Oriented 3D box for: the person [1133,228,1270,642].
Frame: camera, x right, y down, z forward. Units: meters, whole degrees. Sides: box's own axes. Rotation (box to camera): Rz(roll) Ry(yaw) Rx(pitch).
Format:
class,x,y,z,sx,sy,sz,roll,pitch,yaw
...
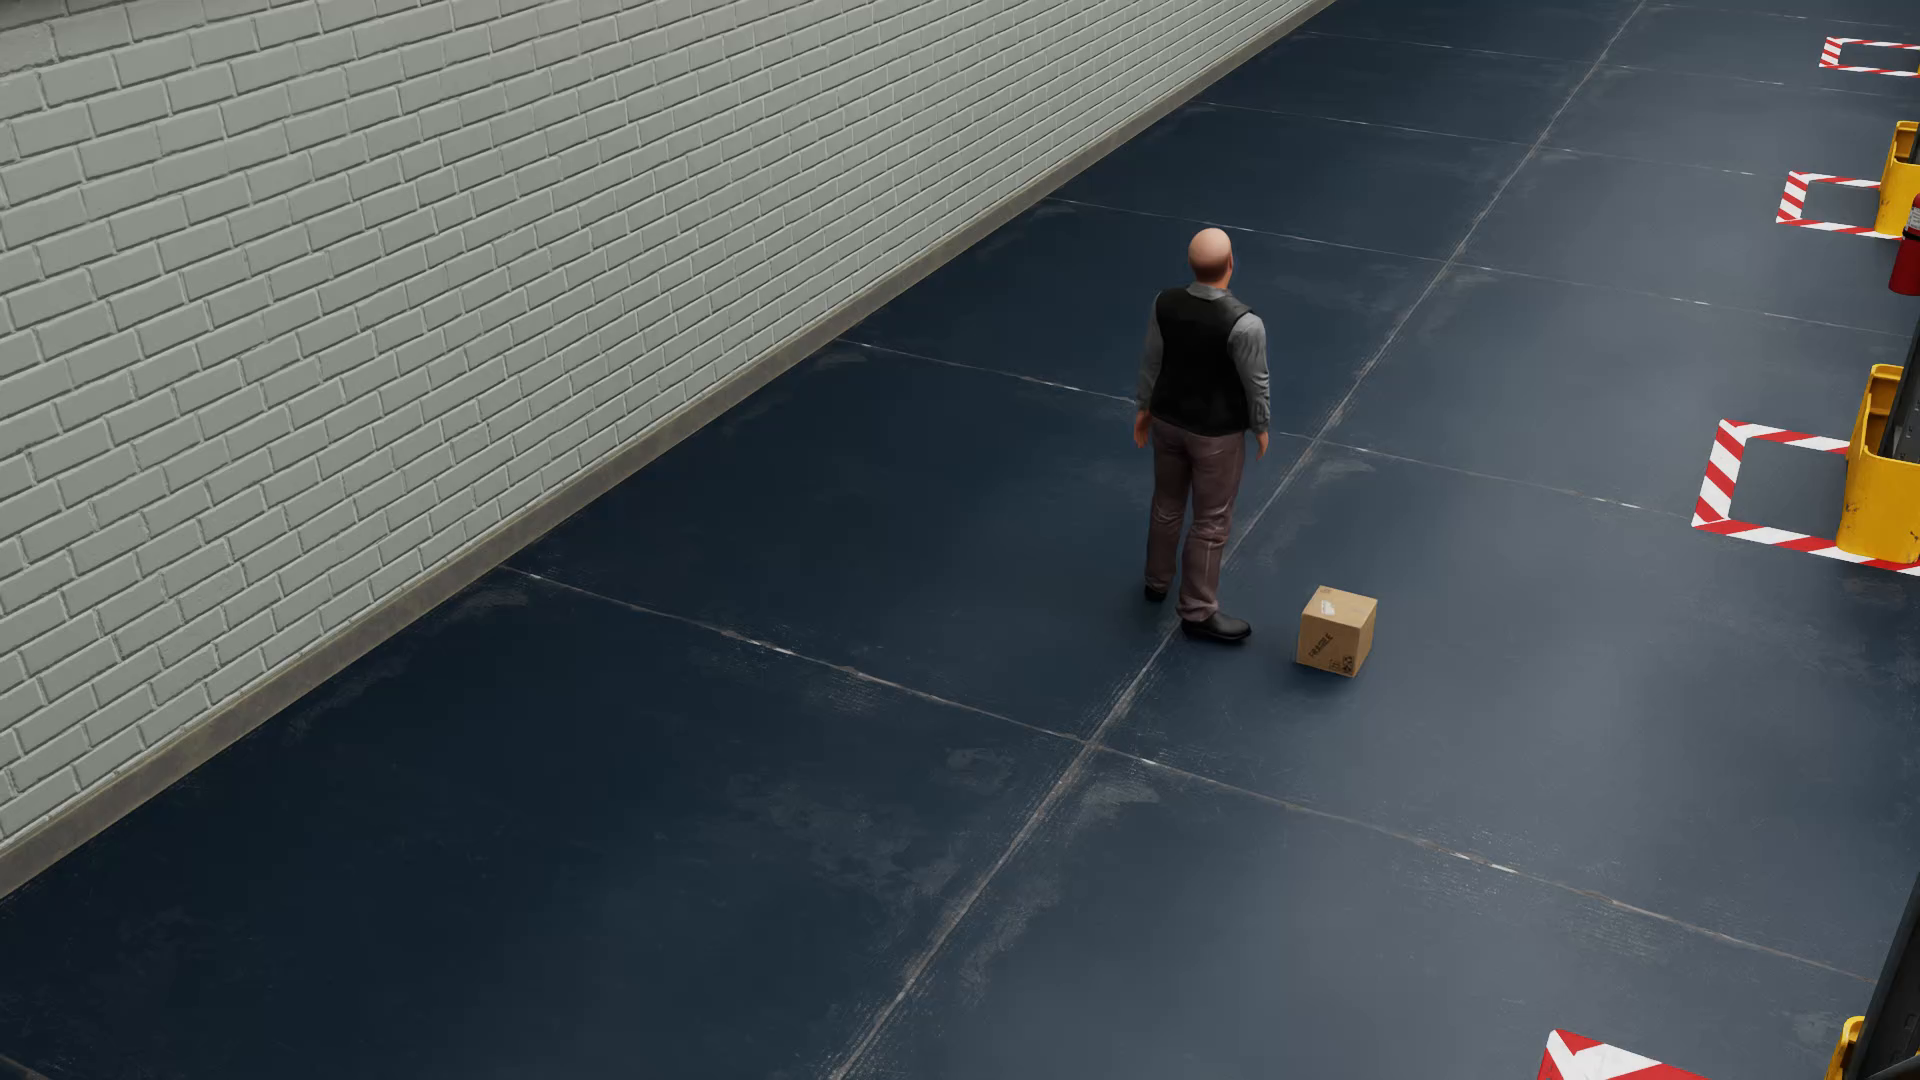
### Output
class,x,y,z,sx,sy,sz,roll,pitch,yaw
person,1.026,-0.444,6.906,0.665,1.727,0.432,24,38,35
